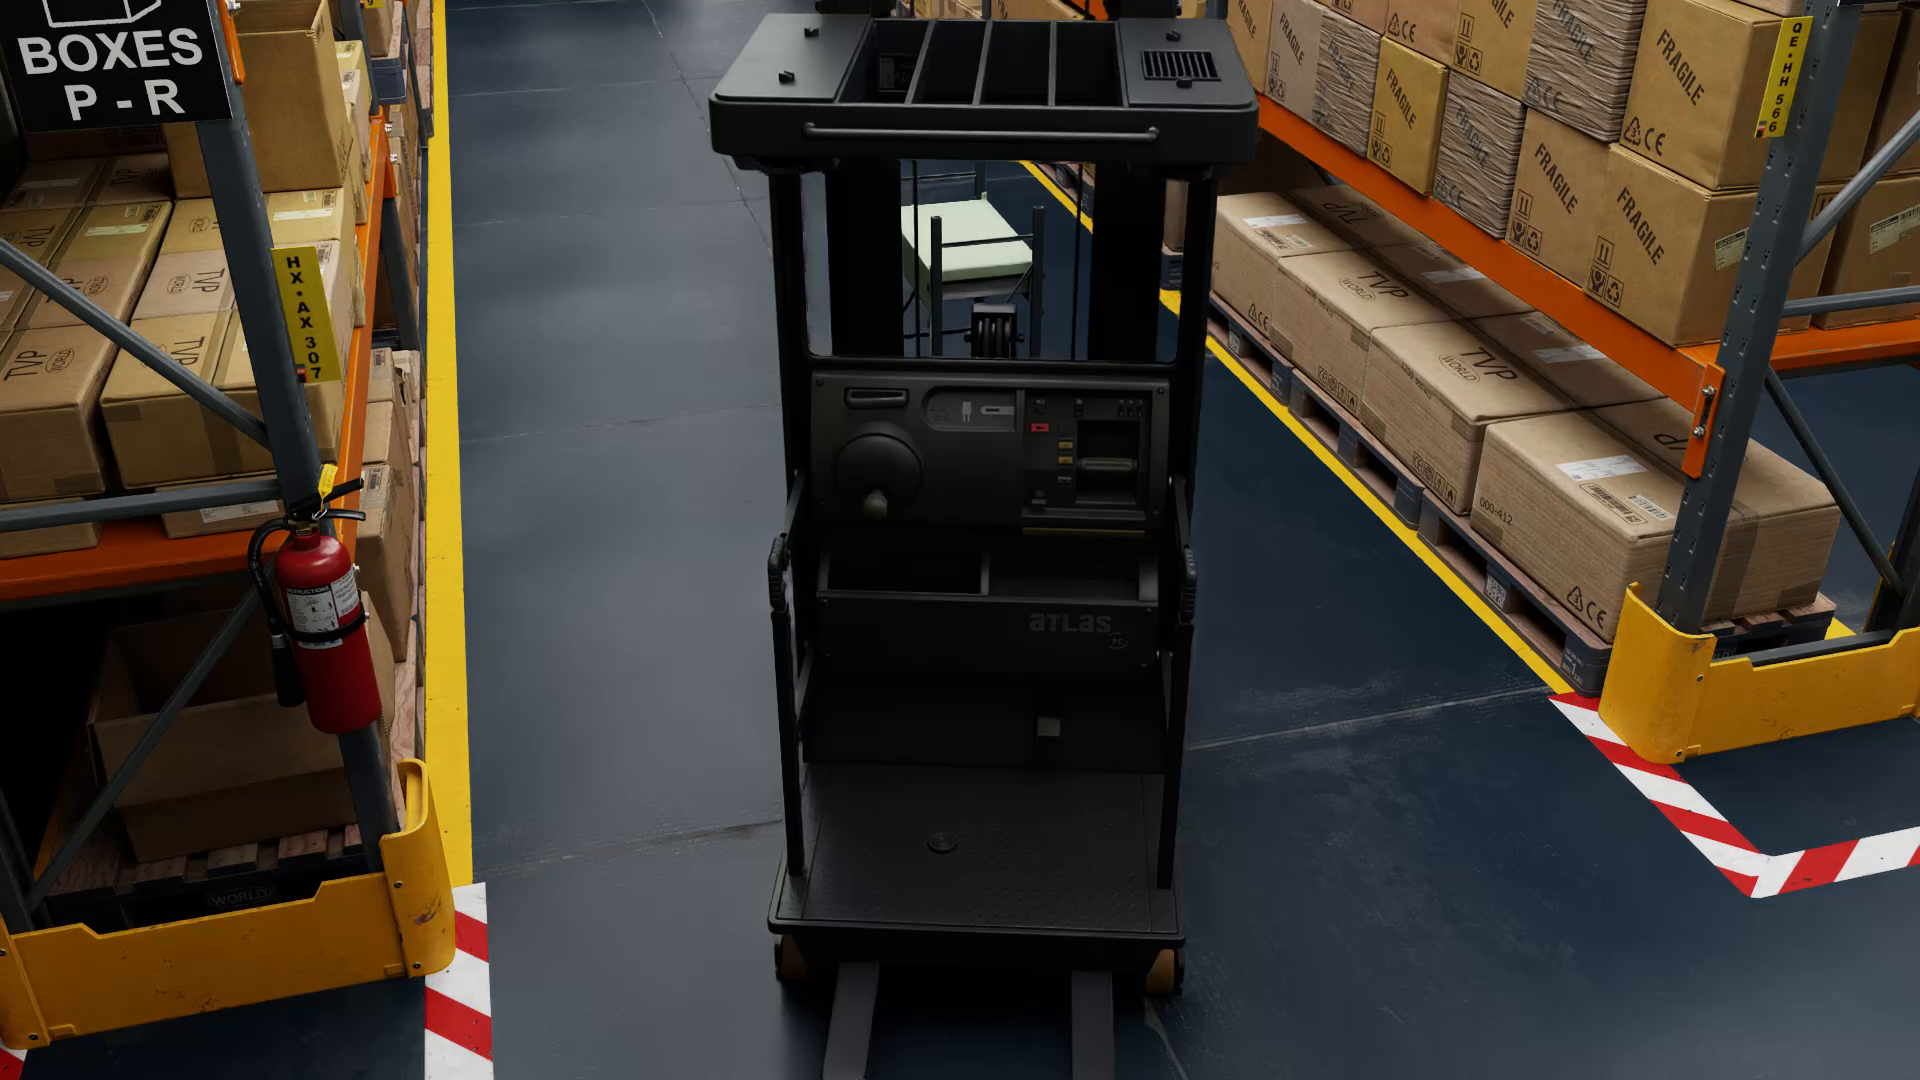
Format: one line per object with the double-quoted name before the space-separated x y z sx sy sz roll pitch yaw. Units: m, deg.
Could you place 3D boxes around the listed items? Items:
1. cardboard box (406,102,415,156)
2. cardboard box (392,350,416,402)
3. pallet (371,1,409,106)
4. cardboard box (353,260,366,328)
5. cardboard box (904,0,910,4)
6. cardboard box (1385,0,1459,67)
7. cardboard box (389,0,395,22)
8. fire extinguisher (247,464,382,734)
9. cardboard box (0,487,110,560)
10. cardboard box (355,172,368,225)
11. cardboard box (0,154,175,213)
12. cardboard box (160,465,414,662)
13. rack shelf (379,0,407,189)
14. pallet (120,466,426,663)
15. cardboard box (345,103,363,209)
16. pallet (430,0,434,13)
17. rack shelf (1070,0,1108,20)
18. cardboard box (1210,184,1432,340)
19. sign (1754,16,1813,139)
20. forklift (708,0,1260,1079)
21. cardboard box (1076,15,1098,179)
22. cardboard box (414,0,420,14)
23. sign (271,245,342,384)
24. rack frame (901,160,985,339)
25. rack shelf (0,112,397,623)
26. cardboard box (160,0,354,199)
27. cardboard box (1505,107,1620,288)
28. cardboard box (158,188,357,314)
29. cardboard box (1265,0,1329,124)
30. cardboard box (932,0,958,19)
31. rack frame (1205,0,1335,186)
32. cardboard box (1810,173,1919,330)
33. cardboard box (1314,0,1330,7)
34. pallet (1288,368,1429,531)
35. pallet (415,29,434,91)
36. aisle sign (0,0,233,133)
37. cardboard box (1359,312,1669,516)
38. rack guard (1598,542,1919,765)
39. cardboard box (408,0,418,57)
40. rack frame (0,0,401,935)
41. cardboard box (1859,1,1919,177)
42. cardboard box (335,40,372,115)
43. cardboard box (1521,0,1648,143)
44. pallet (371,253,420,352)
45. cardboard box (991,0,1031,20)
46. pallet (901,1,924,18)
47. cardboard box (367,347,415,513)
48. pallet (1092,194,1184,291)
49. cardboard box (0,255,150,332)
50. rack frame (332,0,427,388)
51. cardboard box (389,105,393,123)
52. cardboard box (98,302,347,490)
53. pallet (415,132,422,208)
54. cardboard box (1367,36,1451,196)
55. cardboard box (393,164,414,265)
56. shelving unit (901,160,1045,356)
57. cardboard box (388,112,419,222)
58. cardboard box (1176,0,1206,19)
"cardboard box" -3.687 -2.606 10.334 0.500 0.500 0.500 -8 31 -14
"cardboard box" -2.637 -0.711 7.410 0.380 0.149 0.250 -9 31 -15
"pallet" -3.174 -2.310 7.939 1.003 0.211 1.213 -8 31 -13
"cardboard box" -2.123 -0.776 5.348 0.380 0.149 0.250 -9 31 -15
"cardboard box" -0.071 -4.963 14.534 0.950 0.372 0.625 -6 31 -10
"cardboard box" 1.994 -2.131 6.339 0.500 0.500 0.500 -8 31 -14
"cardboard box" -3.118 -2.731 7.956 0.700 0.500 0.500 -8 31 -13
"fire extinguisher" -1.521 0.143 3.957 0.296 0.674 0.183 -8 31 -13
"cardboard box" -2.353 -0.077 4.139 0.380 0.149 0.250 -8 31 -14
"cardboard box" -2.419 -1.269 6.198 0.380 0.149 0.250 -8 31 -14
"cardboard box" -2.785 -1.053 5.428 0.500 0.250 0.500 -8 31 -13
"cardboard box" -2.266 0.113 5.636 0.700 0.500 0.500 -7 31 -11
"rack shelf" -3.598 -2.648 9.048 1.077 0.370 4.000 -8 31 -13
"pallet" -2.559 0.136 6.304 1.003 0.211 1.213 -8 31 -13
"cardboard box" -2.430 -1.361 5.959 0.500 0.250 0.500 -8 31 -14
"pallet" -5.362 -5.040 15.246 1.003 0.211 1.213 -8 31 -13
"rack shelf" 1.186 -3.309 10.191 1.077 0.370 4.000 -8 31 -13
"cardboard box" 1.780 -1.410 8.330 0.875 0.438 0.875 -8 31 -14
"sign" 2.252 -1.261 4.542 0.100 0.325 0.005 -8 31 -13
"forklift" 0.066 -0.187 4.147 1.130 2.935 3.031 2 30 3
"cardboard box" 1.228 -2.641 10.020 0.875 0.875 0.875 -7 31 -12
"cardboard box" -5.042 -4.760 13.931 0.875 0.625 0.625 -6 31 -11
"sign" -1.483 -0.508 3.769 0.100 0.325 0.005 -8 31 -13
"rack frame" -0.099 -0.829 6.685 0.400 1.500 0.023 -8 31 -13
"rack shelf" -2.537 -0.716 5.710 1.077 0.370 4.000 -8 31 -13
"cardboard box" -2.265 -1.429 5.328 0.500 0.500 0.500 -7 31 -12
"cardboard box" 2.277 -1.208 5.743 0.500 0.500 0.500 -8 31 -14
"cardboard box" -2.138 -0.868 5.107 0.500 0.250 0.500 -8 31 -14
"cardboard box" 1.719 -2.193 7.445 0.500 0.500 0.500 -8 31 -13
"cardboard box" 0.311 -4.261 13.321 0.950 0.372 0.625 -8 31 -14
"rack frame" 1.717 -2.655 8.342 1.000 3.000 0.127 -8 31 -13
"cardboard box" 2.928 -1.036 5.446 0.500 0.500 0.500 -8 31 -14
"cardboard box" 1.738 -2.624 7.191 0.500 0.500 0.500 -8 31 -14
"pallet" 2.171 -0.480 7.368 1.003 0.211 1.213 -8 31 -13
"pallet" -4.630 -3.709 12.947 1.003 0.211 1.213 -8 31 -13
"aisle sign" -1.705 -1.192 3.220 0.394 0.787 0.004 -8 31 -13
"cardboard box" 2.256 -0.542 6.831 0.875 0.438 0.875 -7 31 -12
"rack guard" 2.785 0.371 5.611 1.175 0.500 0.348 -8 31 -13
"cardboard box" -4.642 -4.022 12.655 0.875 0.625 0.625 -9 31 -15
"rack frame" -2.006 -0.061 3.861 1.000 3.000 0.127 -8 31 -13
"cardboard box" 2.926 -1.468 5.195 0.500 0.500 0.500 -9 31 -14
"cardboard box" -2.697 -1.843 6.793 0.500 0.250 0.500 -7 31 -12
"cardboard box" 2.254 -1.648 5.506 0.500 0.500 0.500 -8 31 -13
"pallet" -3.320 -1.174 8.567 1.003 0.211 1.213 -8 31 -13
"cardboard box" 0.759 -3.504 11.511 0.875 0.875 0.875 -8 31 -14
"pallet" 0.129 -4.345 14.047 1.003 0.211 1.213 -8 31 -13
"cardboard box" -2.542 -0.388 6.503 0.700 0.500 0.500 -9 31 -15
"pallet" 1.440 -1.810 9.667 1.003 0.211 1.213 -8 31 -13
"cardboard box" -2.520 -0.561 4.578 0.500 0.250 0.500 -8 31 -13
"rack frame" -3.068 -1.993 7.199 1.000 3.000 0.127 -8 31 -13
"cardboard box" -3.429 -2.456 9.428 0.380 0.149 0.250 -9 31 -16
"cardboard box" -1.867 -0.380 4.265 0.500 0.250 0.500 -8 31 -13
"pallet" -3.968 -2.352 10.603 1.003 0.211 1.213 -8 31 -13
"cardboard box" 1.981 -1.703 6.598 0.500 0.500 0.500 -7 31 -12
"cardboard box" -3.130 -1.612 8.617 0.500 0.500 0.500 -8 31 -14
"shelving unit" -0.002 -0.652 6.380 0.431 1.500 0.755 -8 31 -13
"cardboard box" -3.390 -2.105 9.469 0.500 0.500 0.500 -9 31 -15
"cardboard box" 1.355 -2.773 8.696 0.500 0.250 0.500 -9 31 -14
